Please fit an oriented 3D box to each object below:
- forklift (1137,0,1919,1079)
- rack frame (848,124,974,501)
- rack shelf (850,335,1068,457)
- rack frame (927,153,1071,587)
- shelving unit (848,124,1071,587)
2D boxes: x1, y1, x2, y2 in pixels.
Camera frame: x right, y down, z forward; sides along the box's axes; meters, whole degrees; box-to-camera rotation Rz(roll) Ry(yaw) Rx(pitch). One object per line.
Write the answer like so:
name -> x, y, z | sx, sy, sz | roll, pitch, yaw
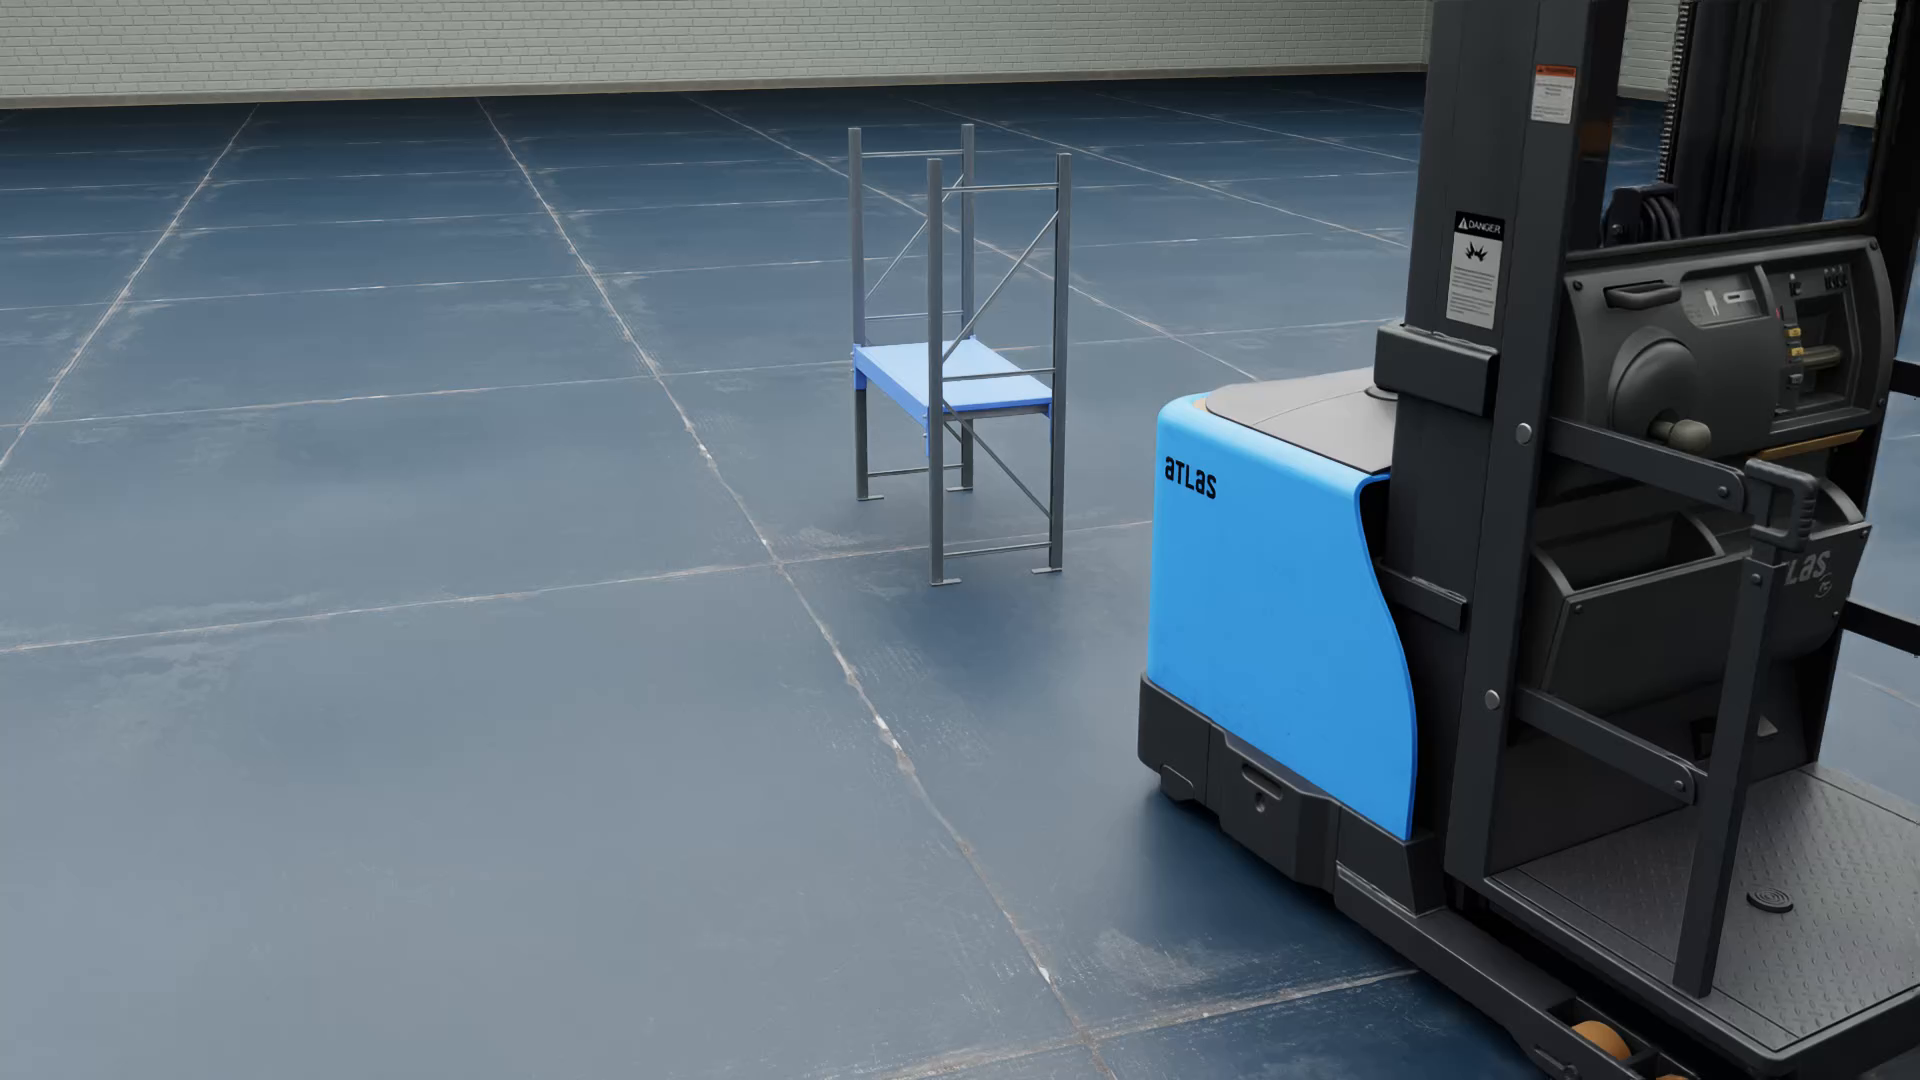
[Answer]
forklift -> 1.644, -0.375, 3.123 | 1.130, 2.935, 3.031 | -11, 22, -27
rack frame -> -0.187, -0.896, 6.693 | 0.500, 1.500, 0.032 | -6, 21, -17
rack shelf -> -0.027, -0.564, 6.300 | 0.538, 0.185, 1.000 | -6, 21, -17
rack frame -> 0.133, -0.570, 5.785 | 0.500, 1.500, 0.032 | -6, 21, -17
shelving unit -> -0.027, -0.733, 6.239 | 0.538, 1.500, 1.048 | -6, 21, -17
